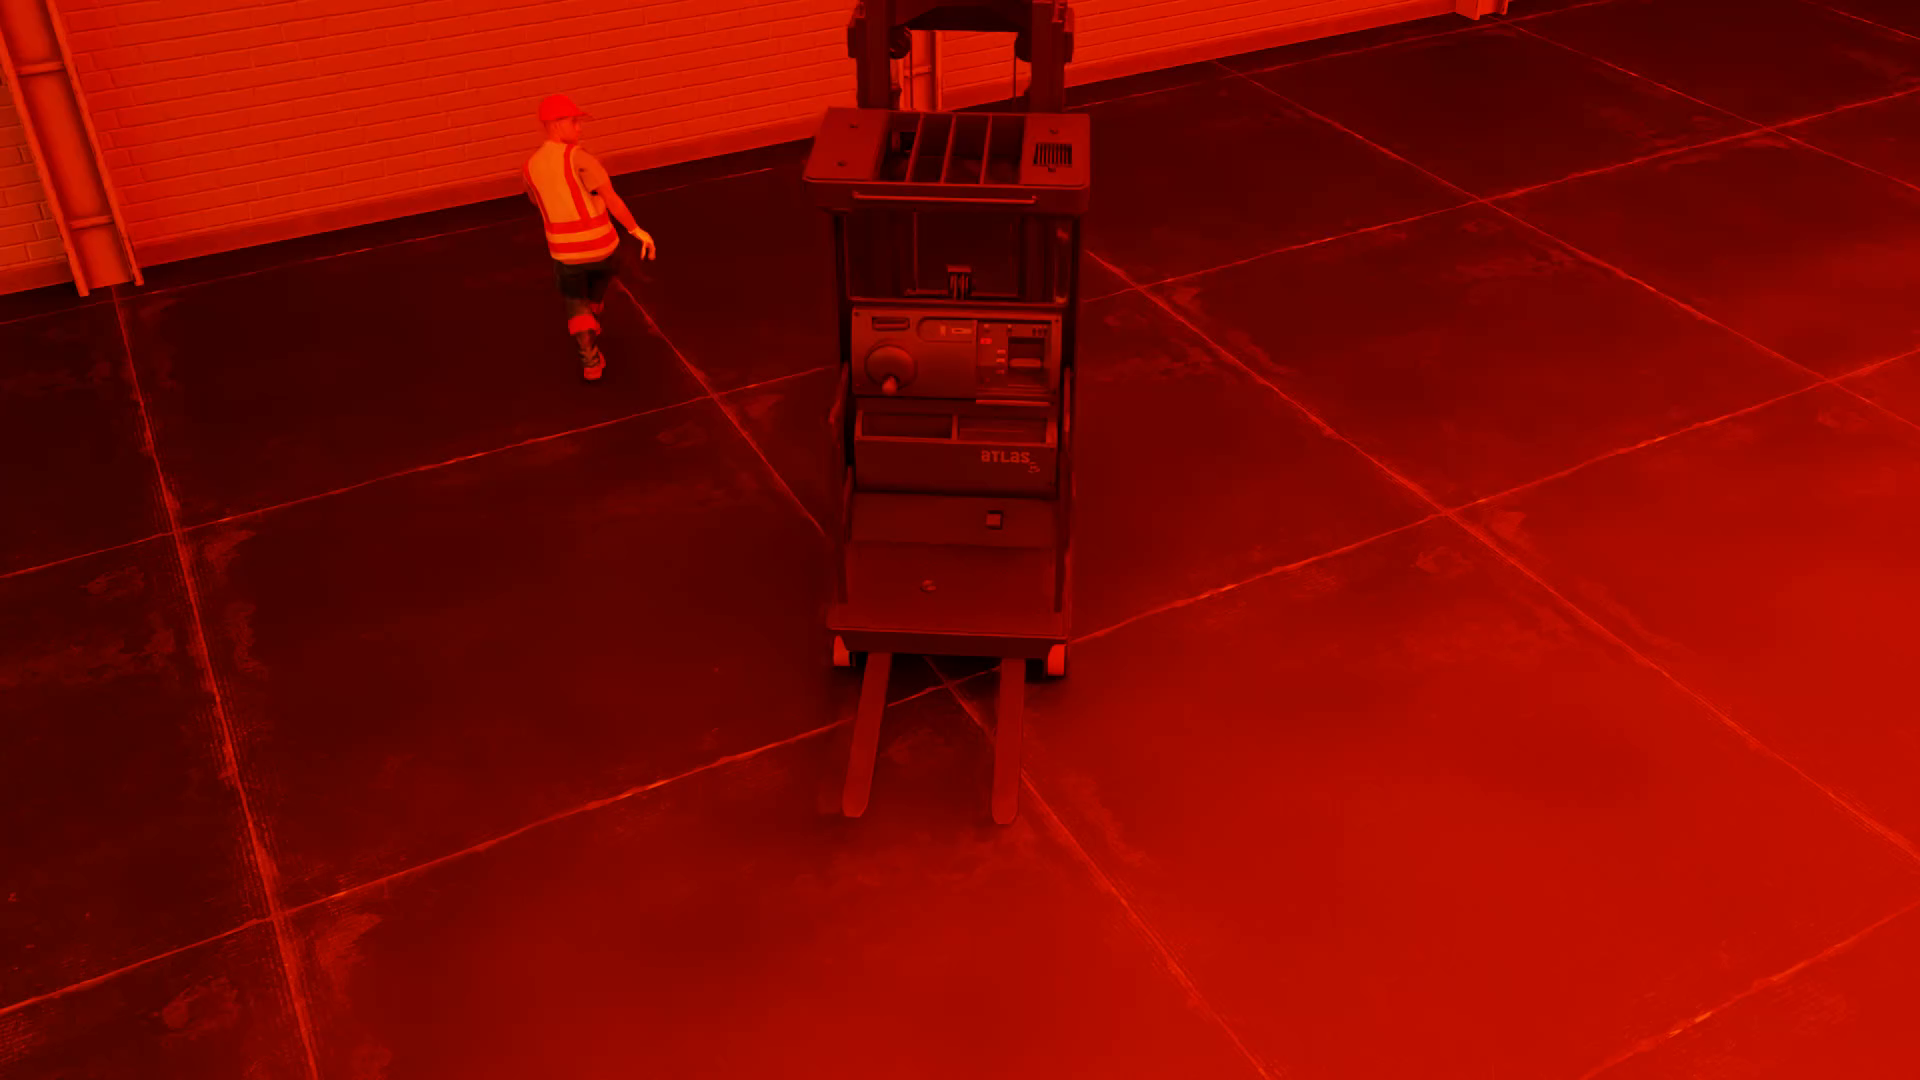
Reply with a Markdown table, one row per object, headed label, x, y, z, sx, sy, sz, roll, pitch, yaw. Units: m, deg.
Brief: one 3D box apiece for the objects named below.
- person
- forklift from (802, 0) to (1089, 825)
| label | x | y | z | sx | sy | sz | roll | pitch | yaw |
| --- | --- | --- | --- | --- | --- | --- | --- | --- | --- |
| person | -2.145 | -1.825 | 9.843 | 0.803 | 1.637 | 0.817 | 1 | 35 | 2 |
| forklift | -0.029 | -0.759 | 7.197 | 1.130 | 2.935 | 3.031 | 2 | 35 | 3 |
